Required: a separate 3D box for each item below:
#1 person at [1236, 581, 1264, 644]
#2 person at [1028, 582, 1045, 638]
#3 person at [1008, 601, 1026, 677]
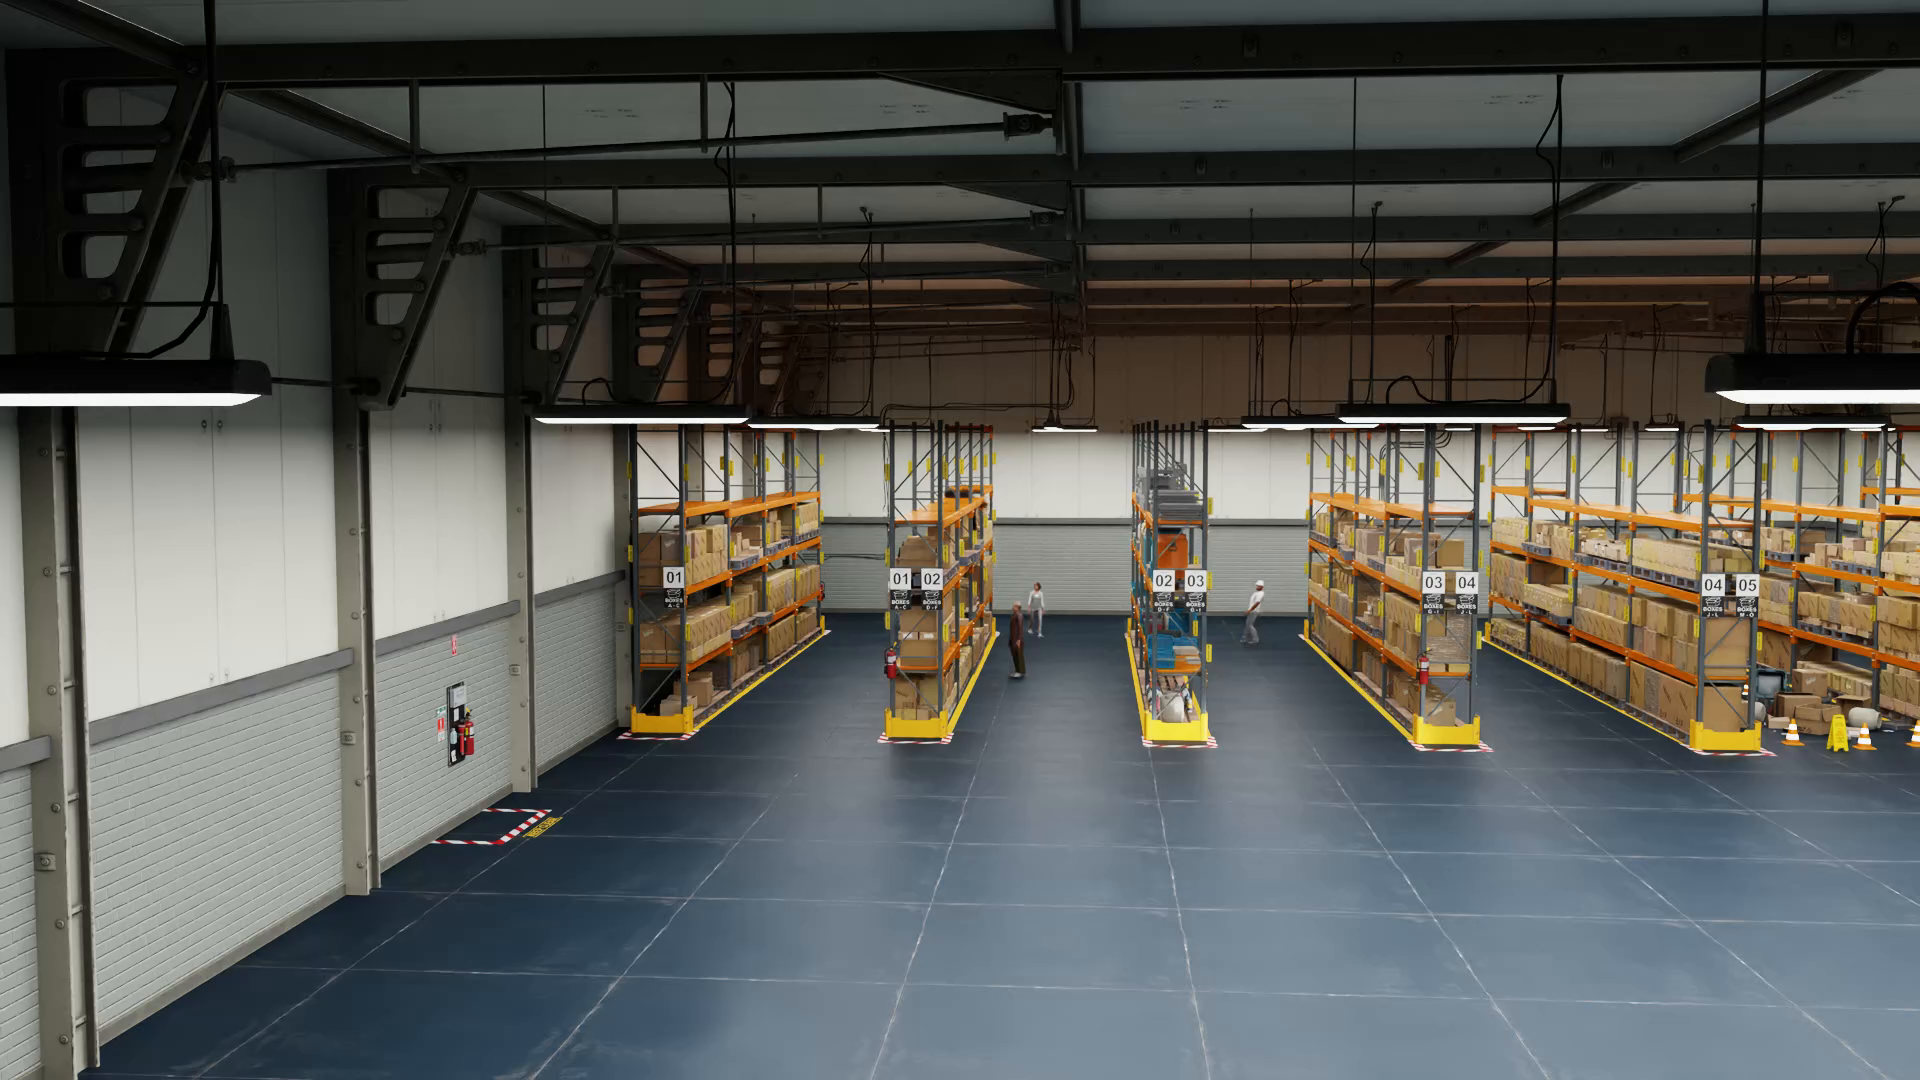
[{"bbox_3d":[7.941,1.995,45.537,0.753,1.777,0.628,1,4,12],"label":"person"},{"bbox_3d":[2.142,1.963,47.065,0.498,1.542,0.835,-1,4,-13],"label":"person"},{"bbox_3d":[1.360,2.359,39.249,0.402,1.824,0.676,-1,4,-11],"label":"person"}]
